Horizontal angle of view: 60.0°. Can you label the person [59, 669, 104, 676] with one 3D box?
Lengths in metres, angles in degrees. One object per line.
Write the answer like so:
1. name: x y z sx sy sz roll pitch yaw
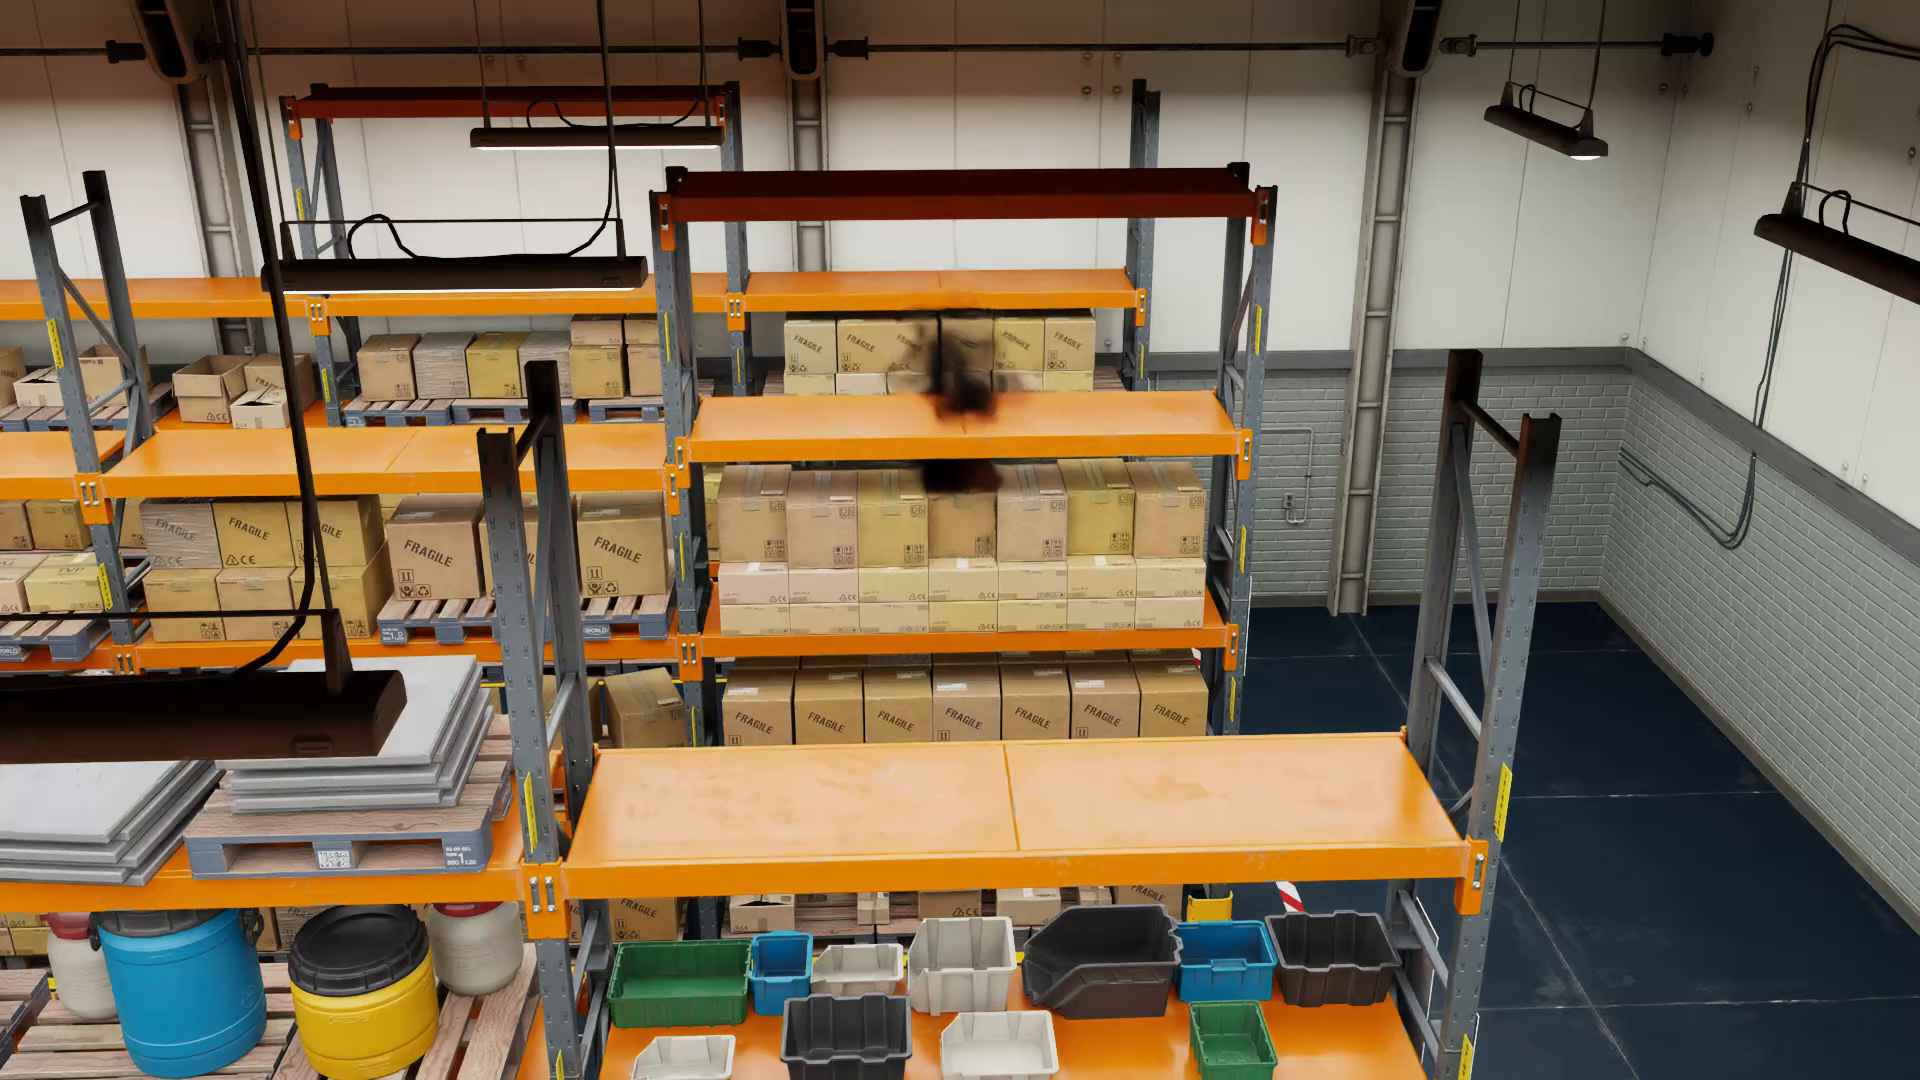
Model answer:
1. person: -7.721 1.694 14.703 0.883 1.683 0.627 -1 22 -2
